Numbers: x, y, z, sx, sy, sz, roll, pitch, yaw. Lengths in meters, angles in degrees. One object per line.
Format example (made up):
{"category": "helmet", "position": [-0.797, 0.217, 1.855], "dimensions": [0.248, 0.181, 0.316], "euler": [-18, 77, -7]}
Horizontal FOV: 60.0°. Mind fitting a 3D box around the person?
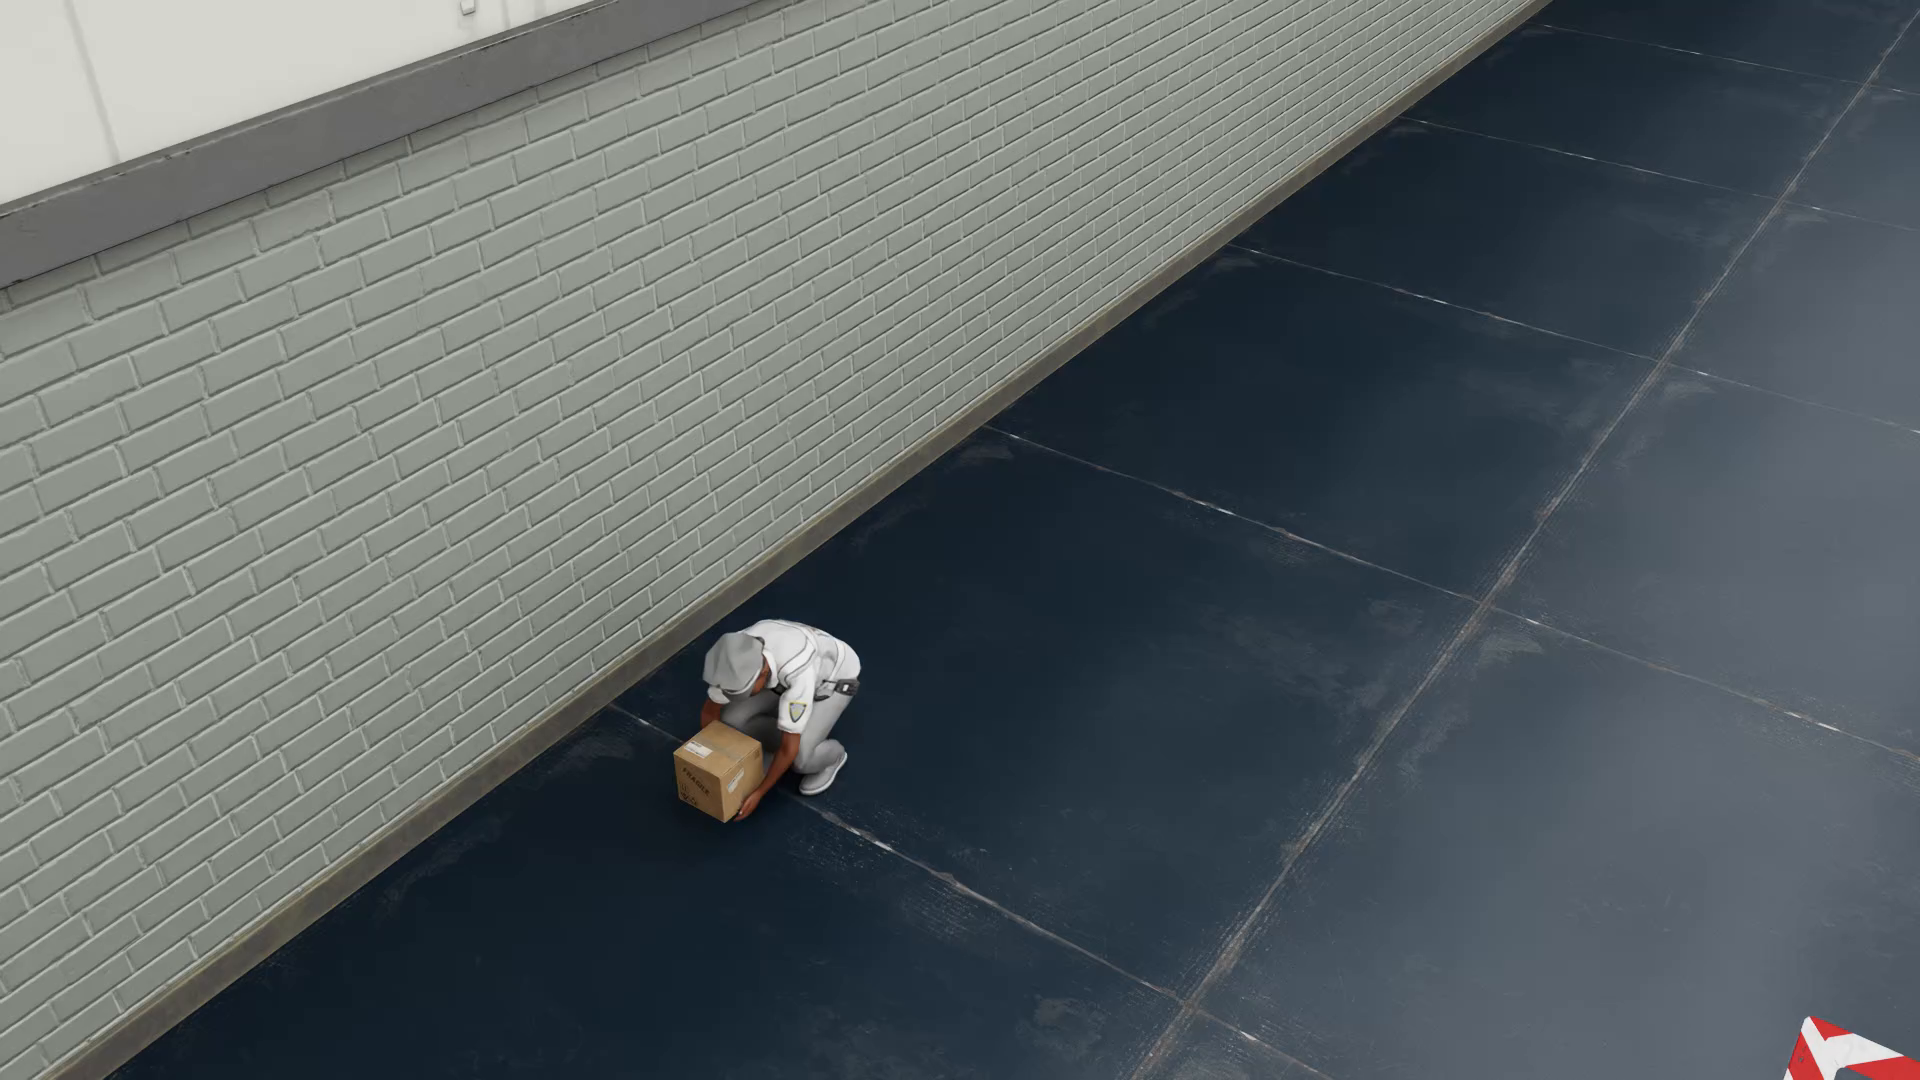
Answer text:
{"category": "person", "position": [-0.744, 0.656, 6.835], "dimensions": [0.495, 0.950, 0.841], "euler": [22, 40, 28]}
